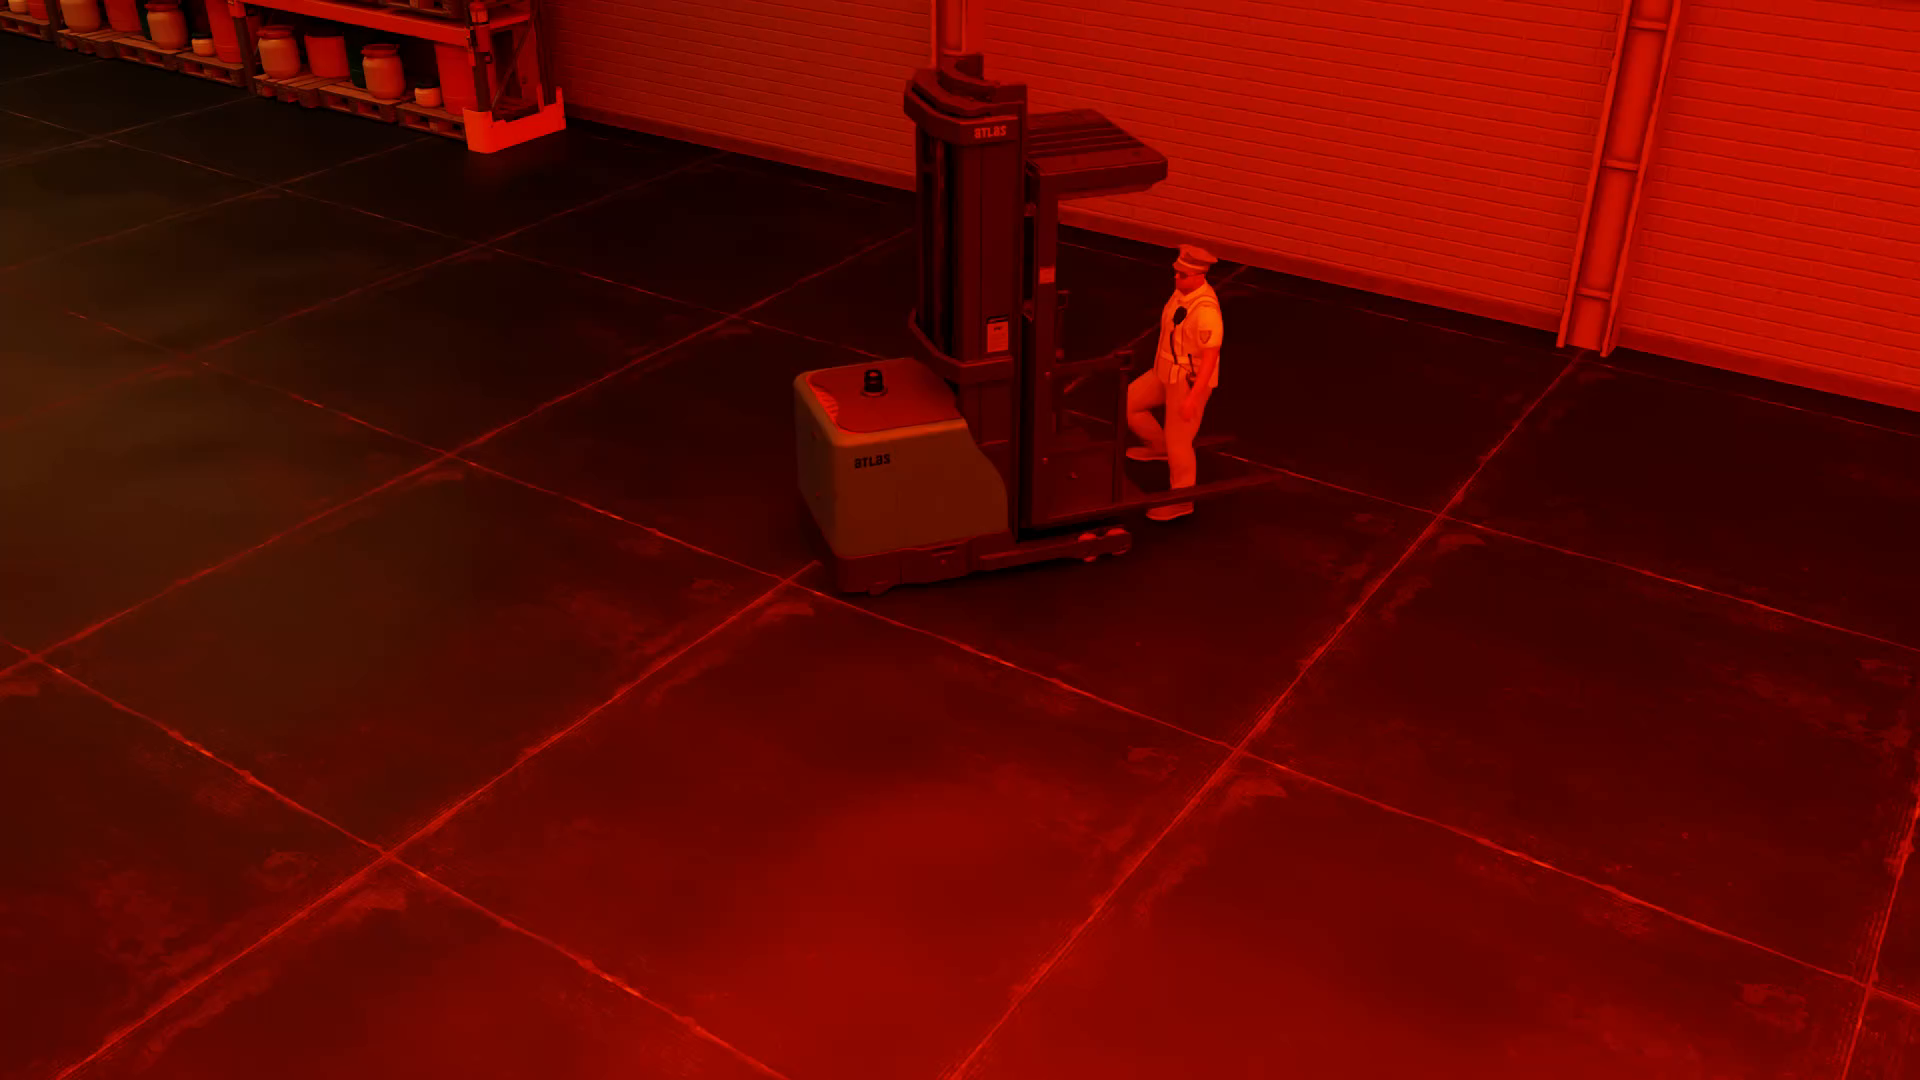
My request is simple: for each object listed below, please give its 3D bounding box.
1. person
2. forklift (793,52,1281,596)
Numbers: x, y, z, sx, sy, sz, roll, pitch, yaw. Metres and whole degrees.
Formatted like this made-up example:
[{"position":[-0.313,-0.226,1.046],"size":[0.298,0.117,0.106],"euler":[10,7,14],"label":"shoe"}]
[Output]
[{"position":[1.322,-1.006,10.457],"size":[0.563,1.769,0.684],"euler":[-7,31,-11],"label":"person"},{"position":[0.542,-1.379,9.956],"size":[3.031,2.935,1.130],"euler":[-10,32,-17],"label":"forklift"}]
